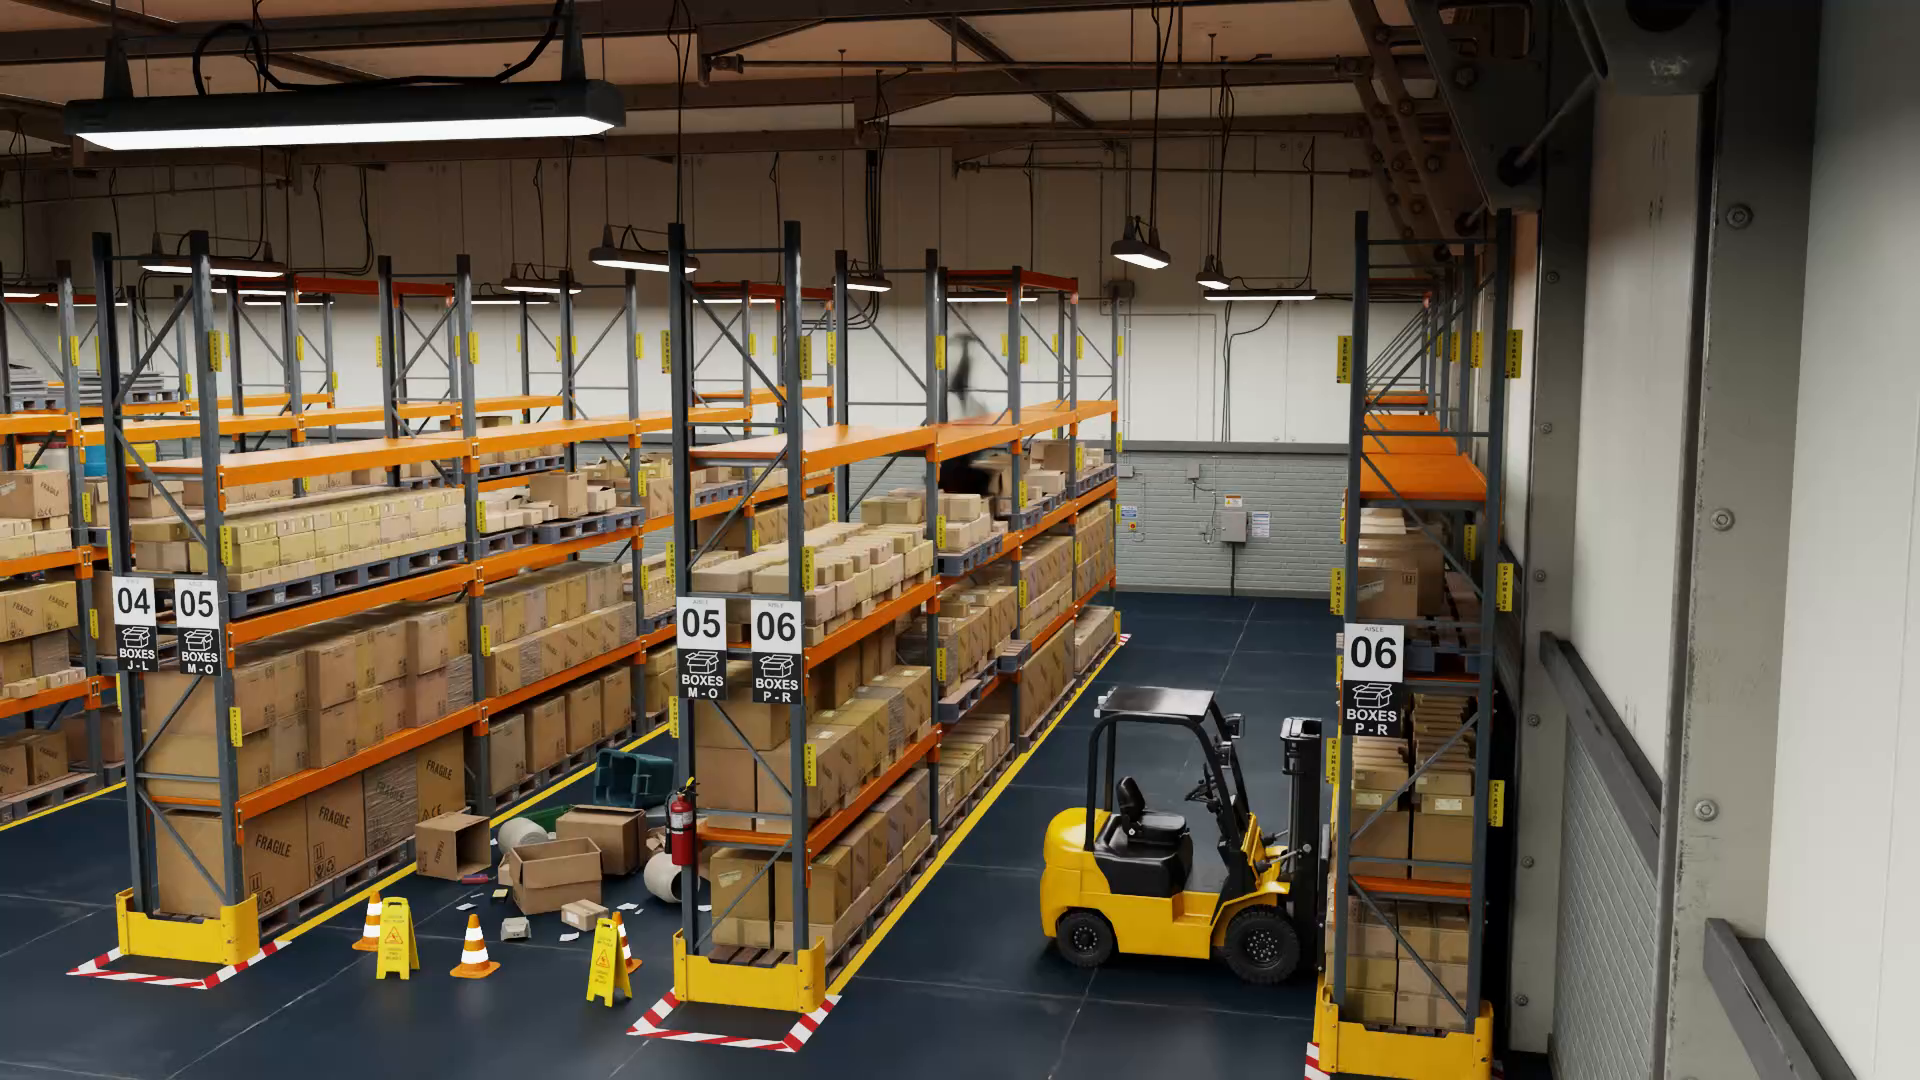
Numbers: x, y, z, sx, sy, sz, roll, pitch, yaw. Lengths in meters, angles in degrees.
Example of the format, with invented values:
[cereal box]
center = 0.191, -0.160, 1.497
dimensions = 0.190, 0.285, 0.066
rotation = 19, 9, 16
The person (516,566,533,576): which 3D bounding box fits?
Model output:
[person]
center = -6.566, 1.237, 25.279
dimensions = 0.648, 1.753, 0.847
rotation = 1, 7, 5
